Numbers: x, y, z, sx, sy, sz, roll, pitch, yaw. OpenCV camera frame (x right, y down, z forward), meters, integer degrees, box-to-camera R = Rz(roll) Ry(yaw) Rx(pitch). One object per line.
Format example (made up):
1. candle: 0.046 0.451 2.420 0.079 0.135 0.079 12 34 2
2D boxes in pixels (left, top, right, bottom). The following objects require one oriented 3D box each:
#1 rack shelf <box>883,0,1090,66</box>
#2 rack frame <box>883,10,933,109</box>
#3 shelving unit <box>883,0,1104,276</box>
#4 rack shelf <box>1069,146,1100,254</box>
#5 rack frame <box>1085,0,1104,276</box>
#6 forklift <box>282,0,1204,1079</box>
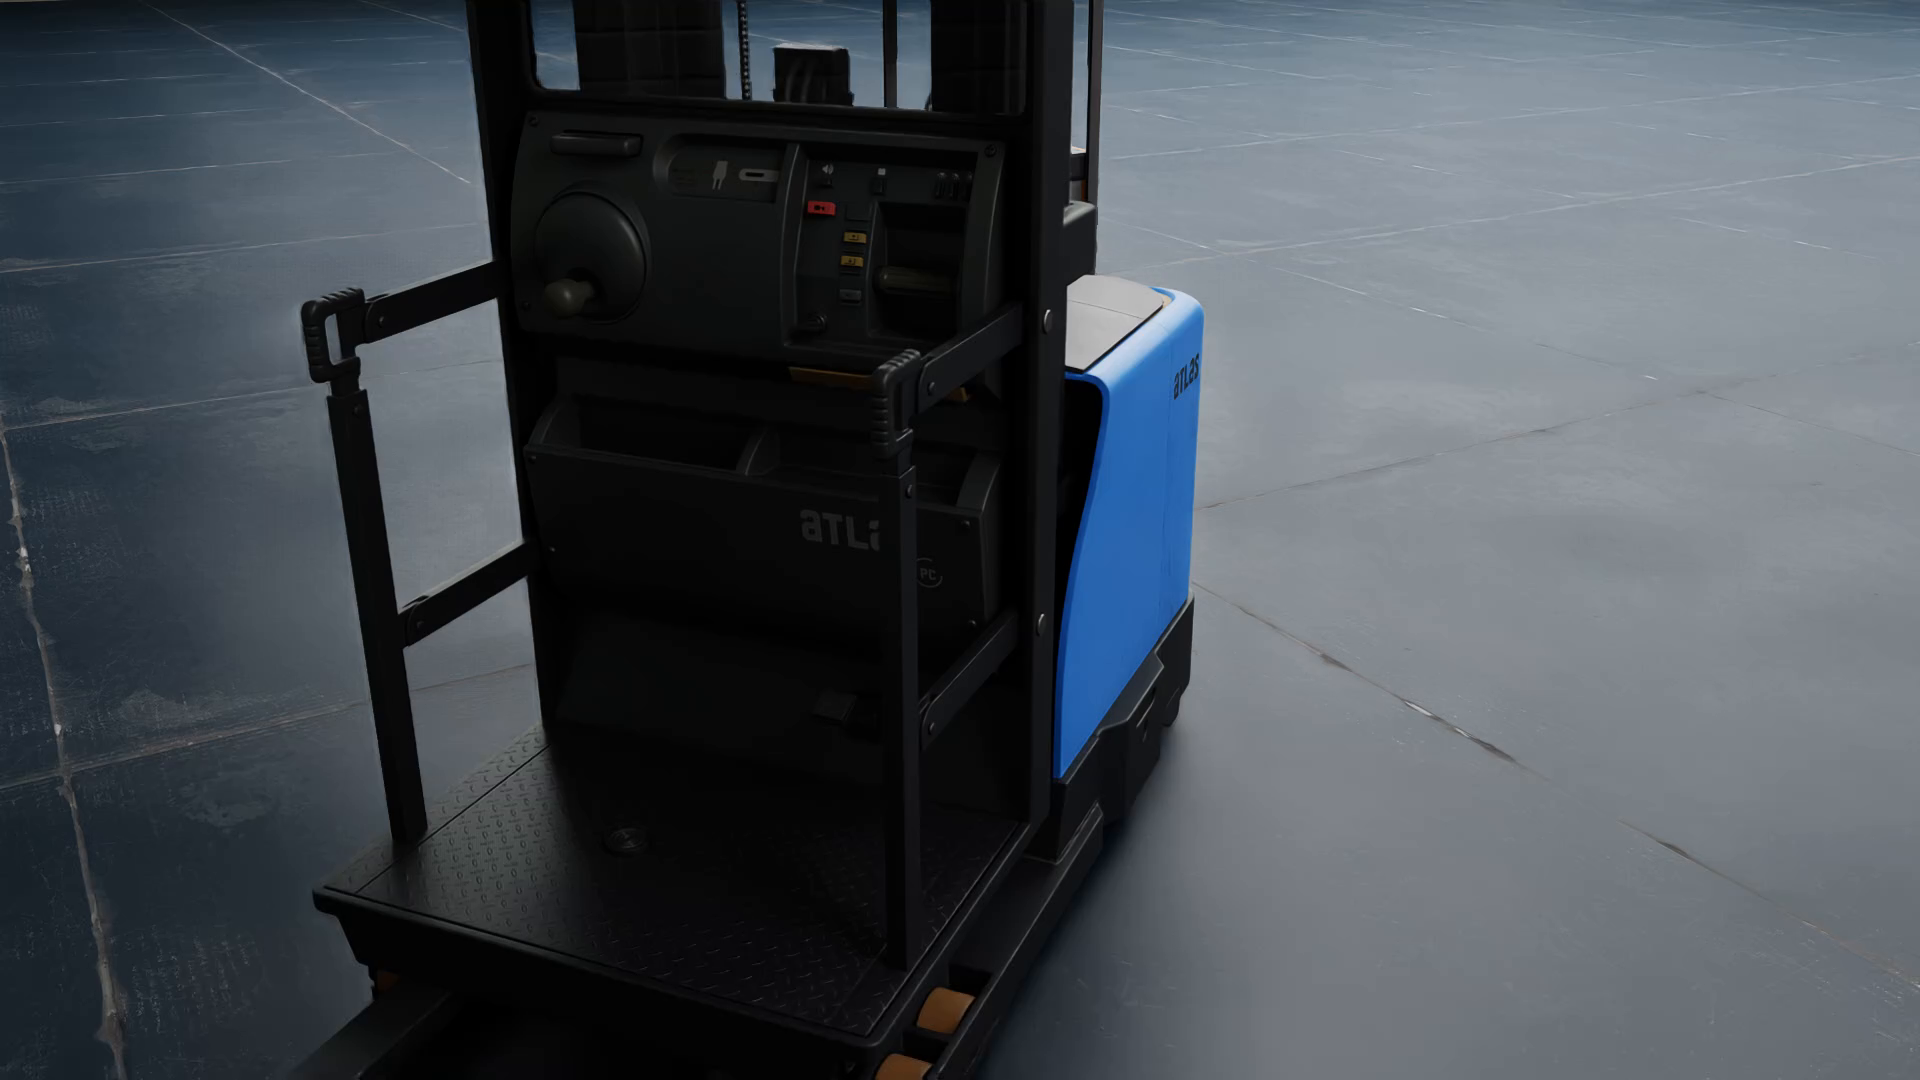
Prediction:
1. rack shelf: 0.085 -1.555 4.526 0.431 0.518 0.480 -13 25 -28
2. rack frame: -0.040 -0.998 4.979 0.400 2.100 0.015 -13 25 -28
3. shelving unit: 0.085 -0.919 4.784 0.431 2.100 0.503 -13 25 -28
4. rack shelf: 0.085 -0.906 4.789 0.431 0.518 0.480 -13 25 -28
5. rack frame: 0.209 -0.840 4.590 0.400 2.100 0.015 -13 25 -28
6. forklift: -0.446 -0.508 2.670 1.130 2.935 3.031 9 24 21
